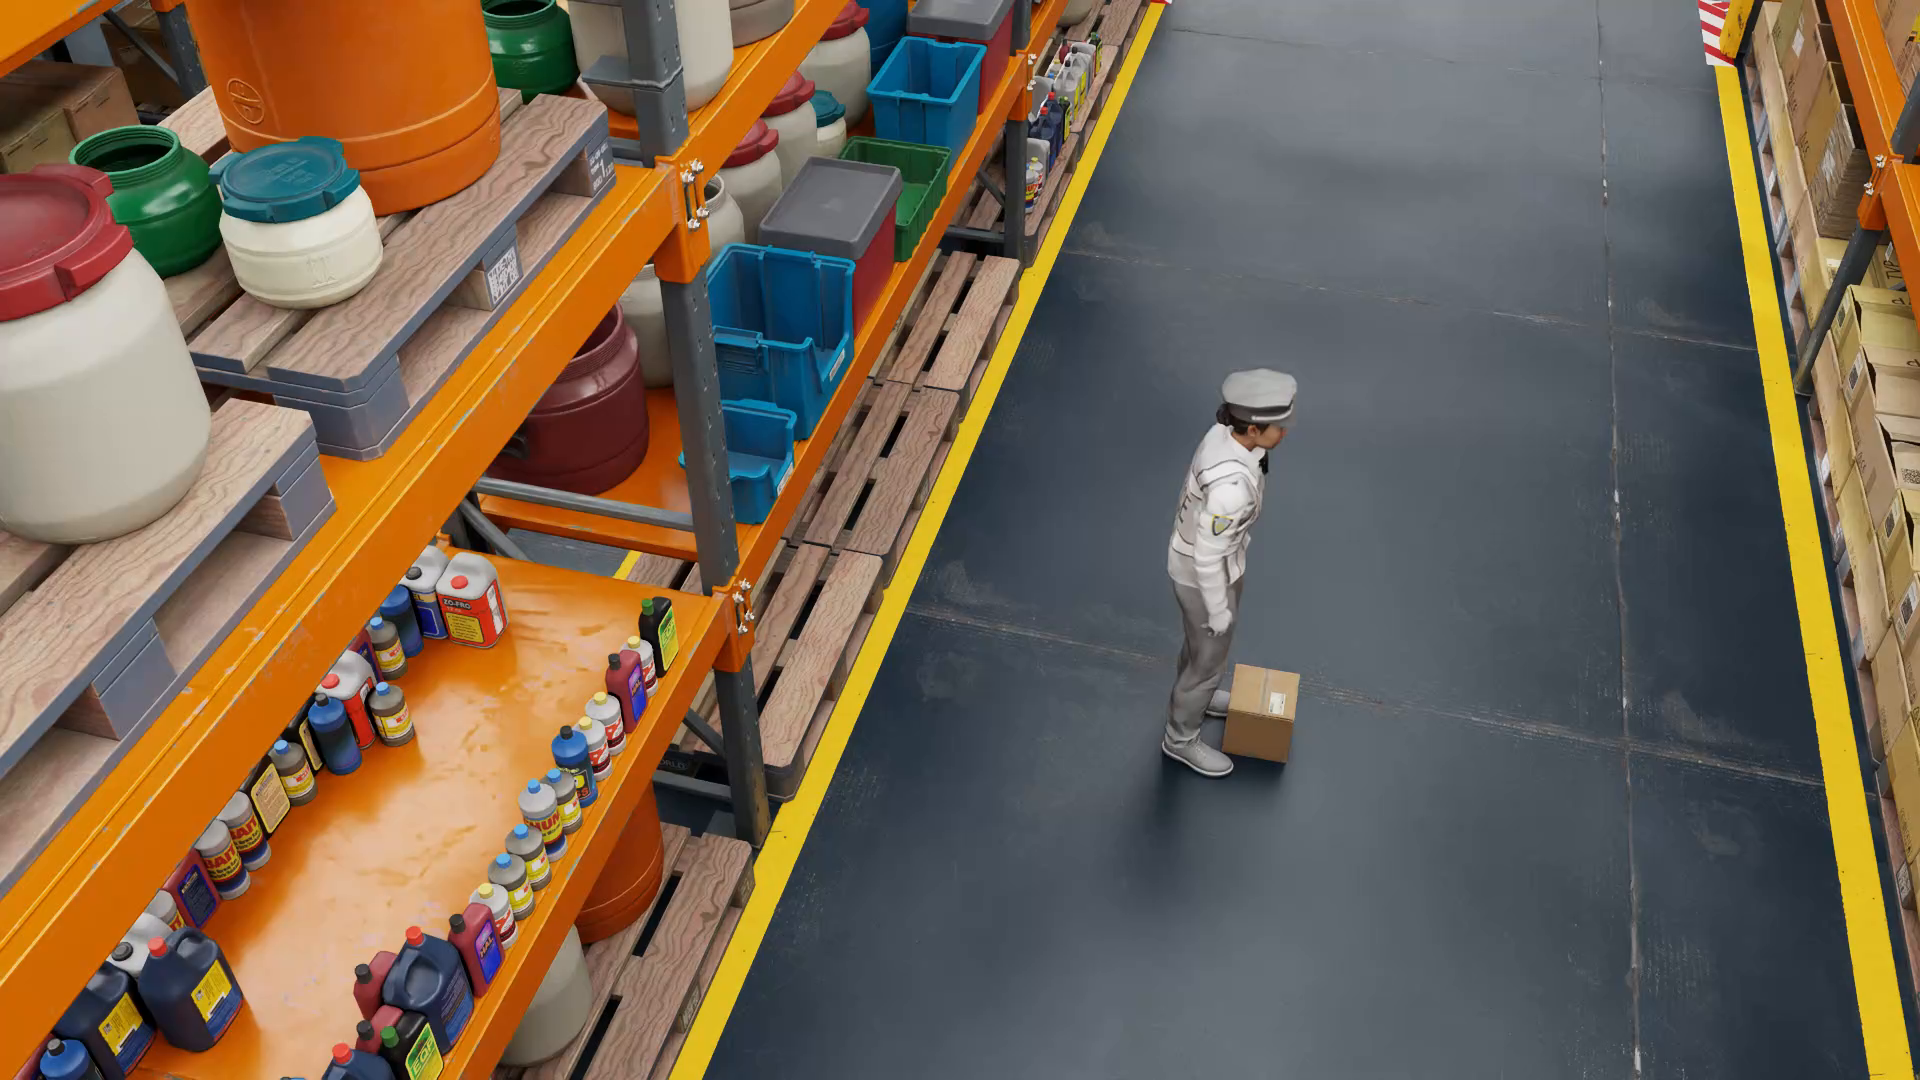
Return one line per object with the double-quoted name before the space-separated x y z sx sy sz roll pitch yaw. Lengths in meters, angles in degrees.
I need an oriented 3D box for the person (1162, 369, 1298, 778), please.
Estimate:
"person" 0.940 0.106 6.035 0.379 1.663 0.535 9 42 11
